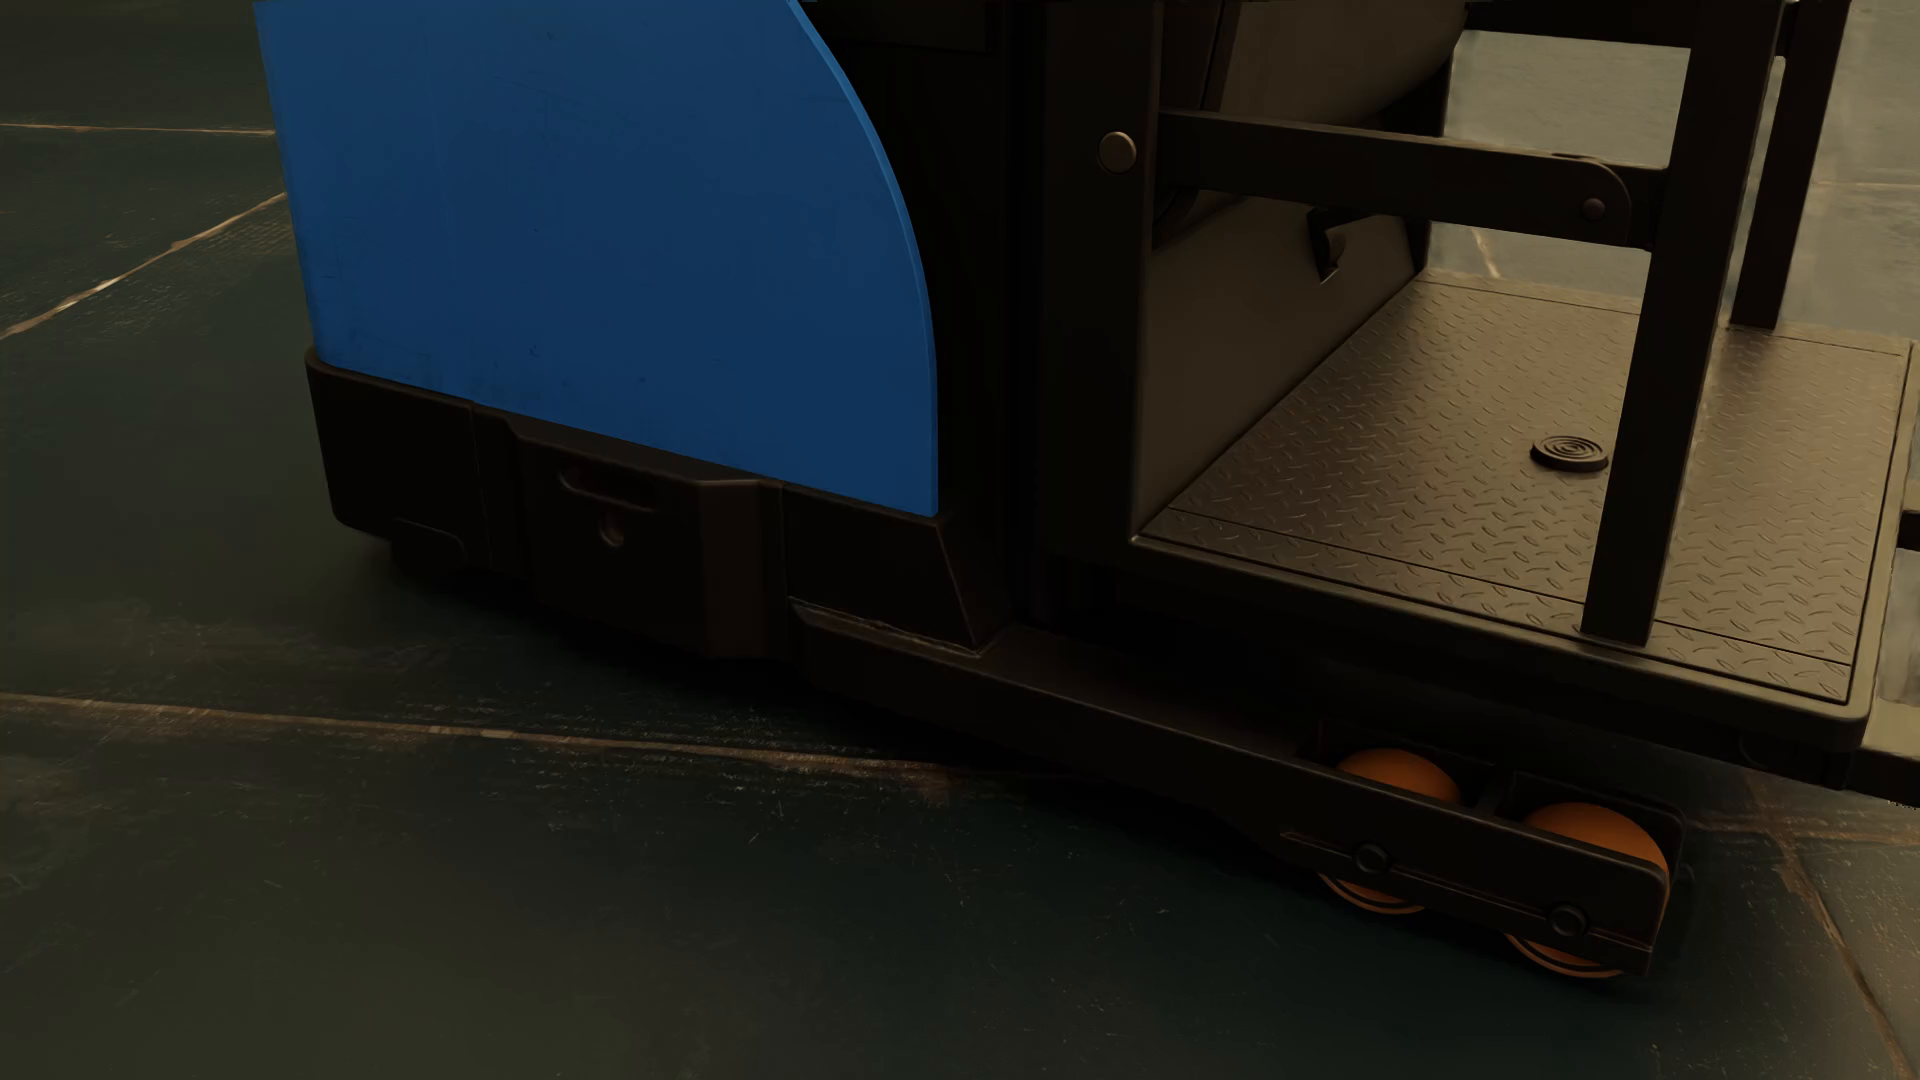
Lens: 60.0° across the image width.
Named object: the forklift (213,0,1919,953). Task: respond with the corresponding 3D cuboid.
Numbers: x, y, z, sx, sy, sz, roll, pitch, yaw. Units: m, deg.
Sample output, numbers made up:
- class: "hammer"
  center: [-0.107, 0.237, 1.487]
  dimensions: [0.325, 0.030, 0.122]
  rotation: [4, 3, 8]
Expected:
- class: "forklift"
  center: [0.551, -1.170, 1.563]
  dimensions: [3.031, 2.935, 1.130]
  rotation: [14, 30, 26]
